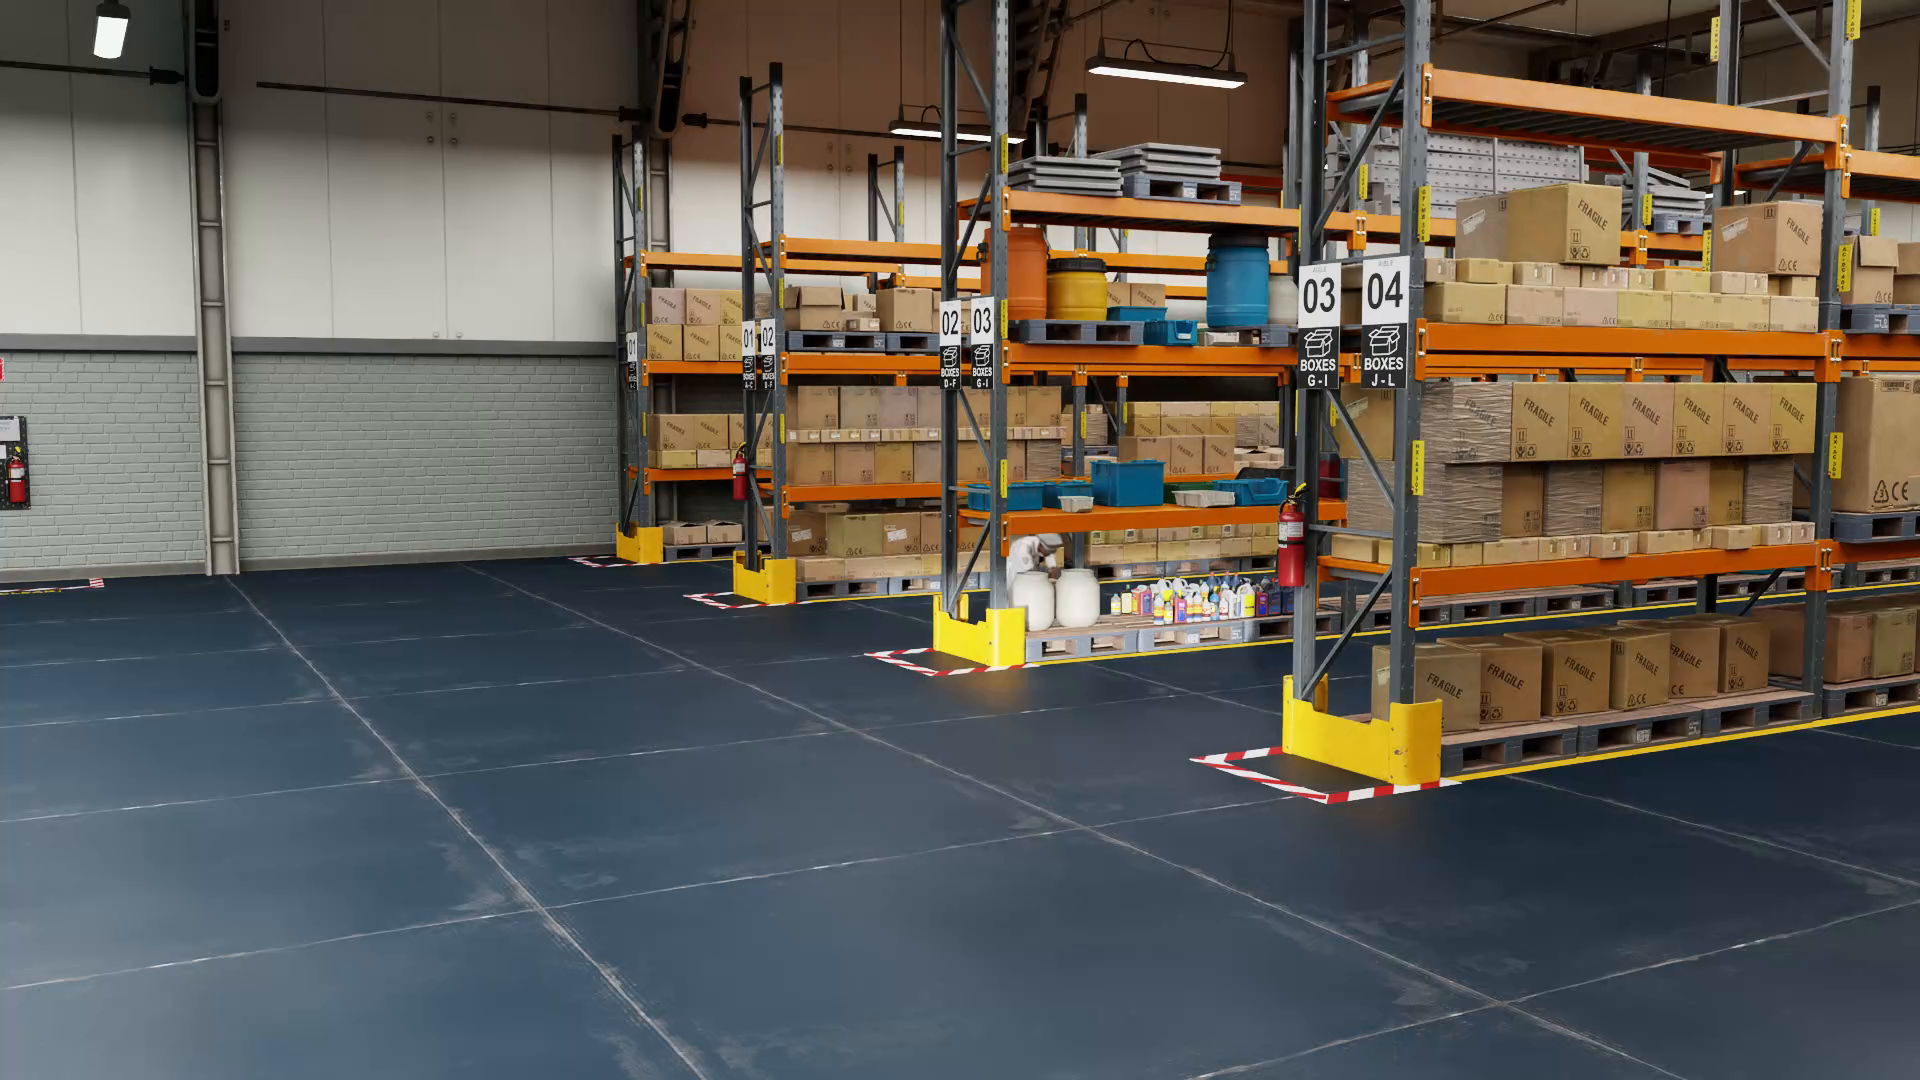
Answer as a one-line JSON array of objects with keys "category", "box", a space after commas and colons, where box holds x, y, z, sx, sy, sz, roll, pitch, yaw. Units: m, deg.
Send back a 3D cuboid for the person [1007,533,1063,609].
[{"category": "person", "box": [0.734, 0.356, 17.428, 0.463, 0.977, 0.891, -3, 6, -30]}]
